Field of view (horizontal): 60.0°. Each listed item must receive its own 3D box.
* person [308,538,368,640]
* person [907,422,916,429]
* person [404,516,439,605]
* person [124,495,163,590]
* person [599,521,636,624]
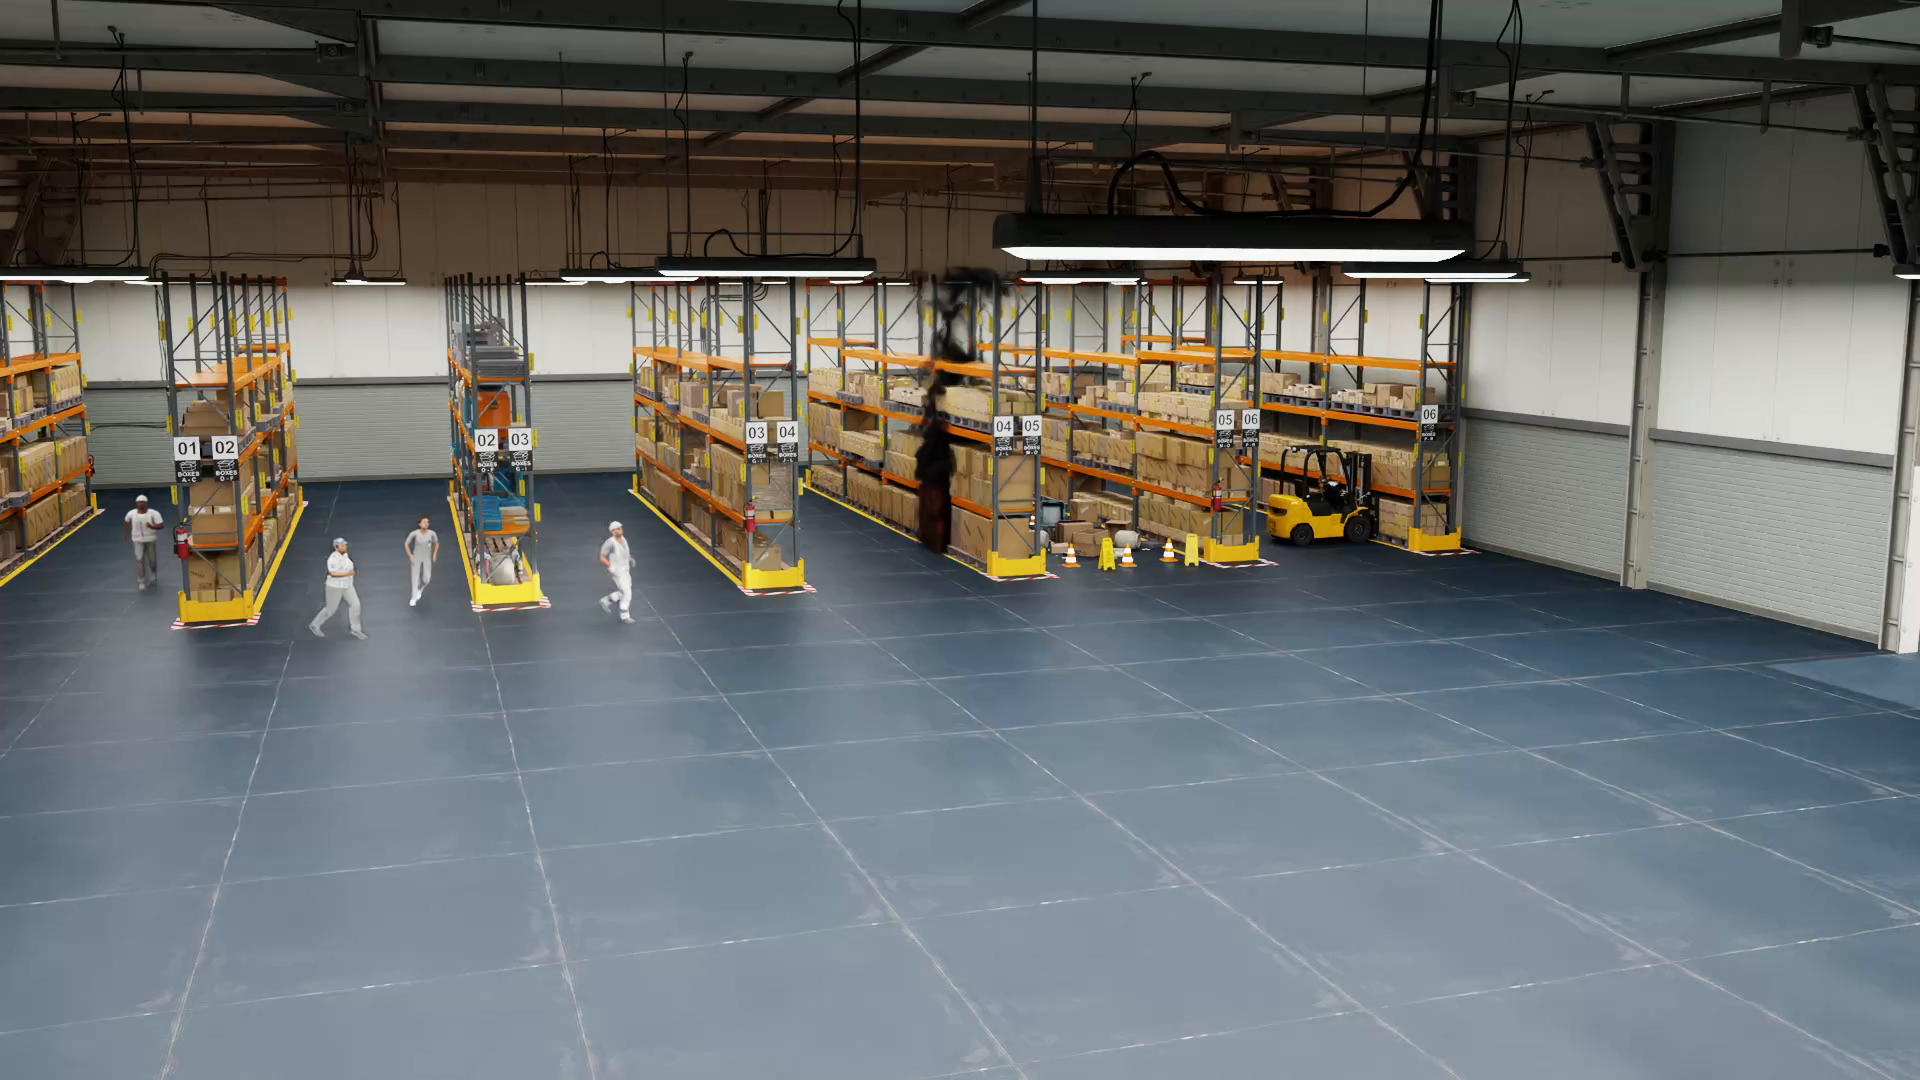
[{"bbox_3d":[-10.225,0.805,27.298,0.909,1.707,0.612,2,9,13],"label":"person"},{"bbox_3d":[-1.515,-2.760,50.754,0.726,1.746,0.576,-3,9,-22],"label":"person"},{"bbox_3d":[-9.809,0.373,30.370,0.616,1.605,0.527,-4,10,-26],"label":"person"},{"bbox_3d":[-15.663,0.016,31.936,0.694,1.765,0.969,-3,9,-21],"label":"person"},{"bbox_3d":[-5.924,0.550,28.680,0.722,1.768,0.650,3,9,21],"label":"person"}]
